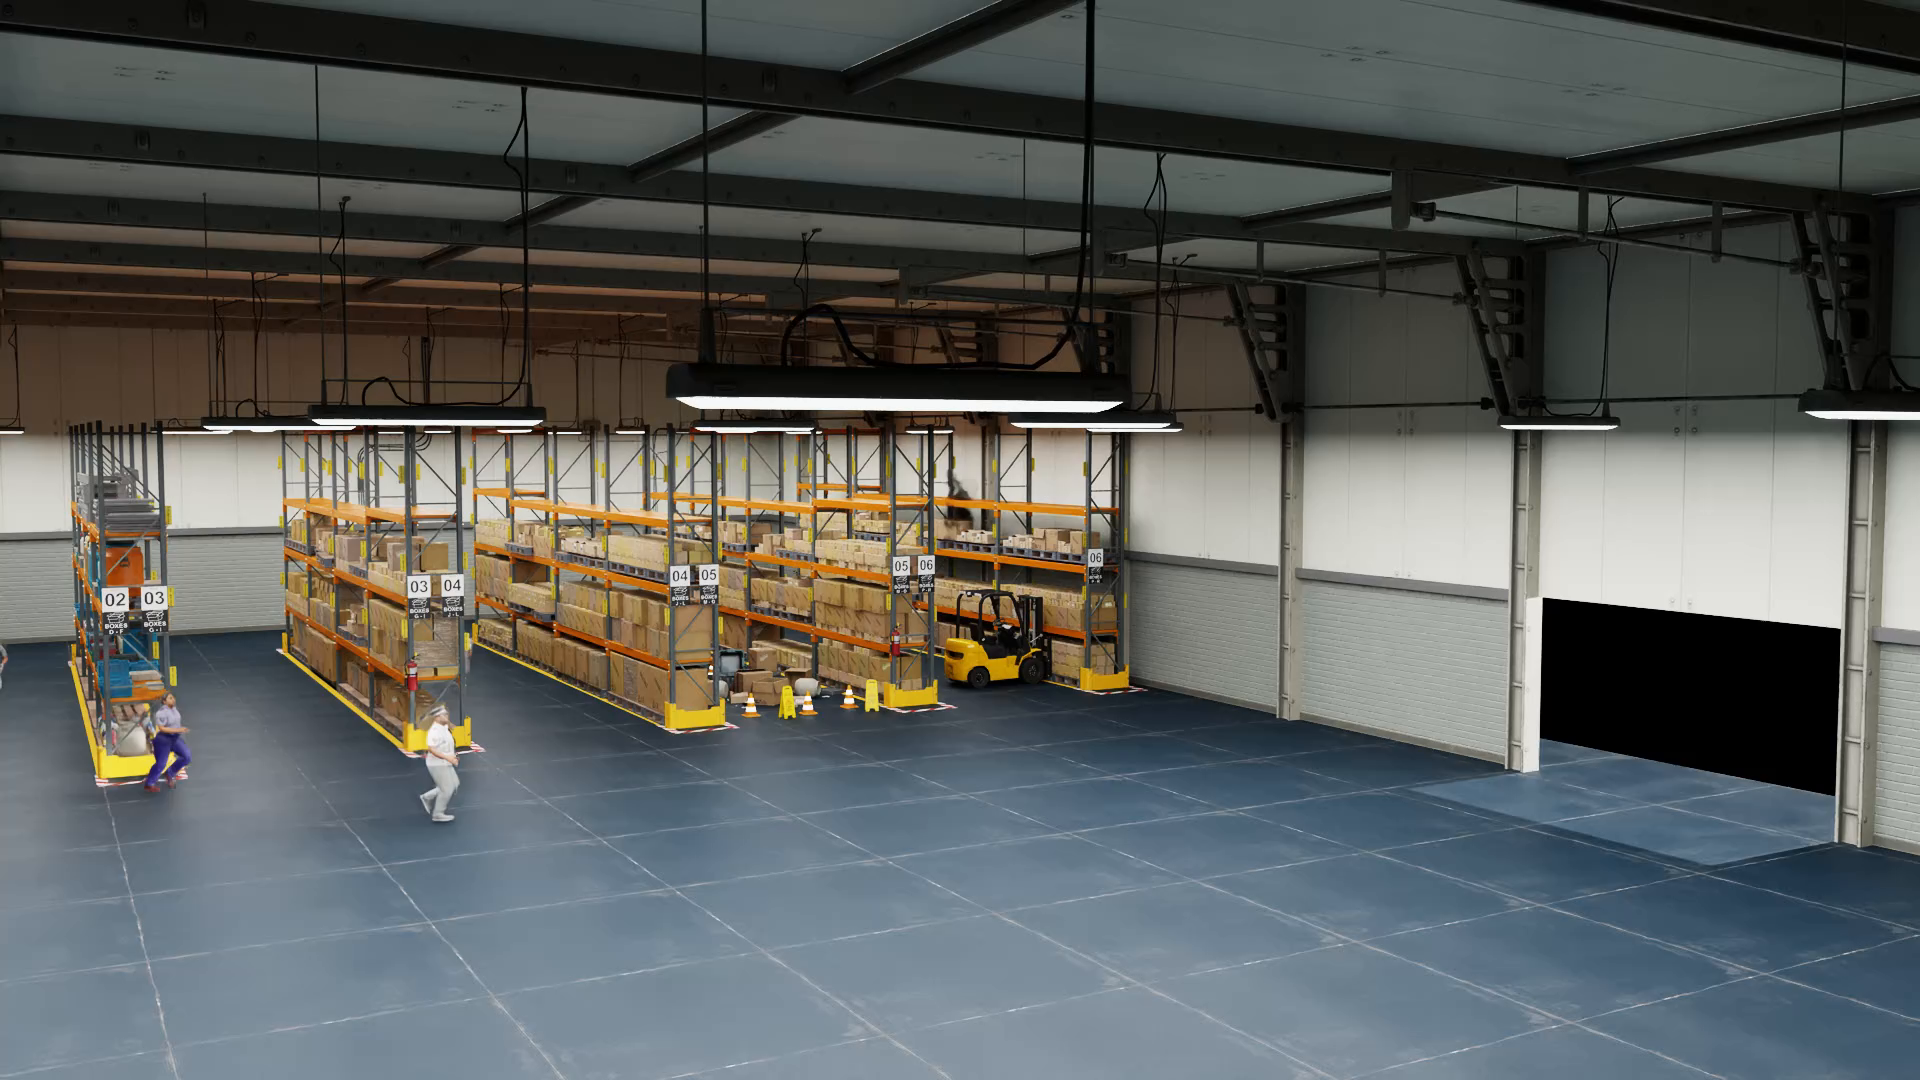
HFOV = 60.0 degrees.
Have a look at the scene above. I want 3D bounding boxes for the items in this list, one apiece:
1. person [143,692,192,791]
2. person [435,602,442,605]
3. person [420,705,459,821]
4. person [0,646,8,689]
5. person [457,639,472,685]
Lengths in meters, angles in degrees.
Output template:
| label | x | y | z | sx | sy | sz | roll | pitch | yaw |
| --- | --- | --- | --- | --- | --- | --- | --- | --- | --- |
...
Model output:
| label | x | y | z | sx | sy | sz | roll | pitch | yaw |
| --- | --- | --- | --- | --- | --- | --- | --- | --- | --- |
| person | -12.770 | 3.245 | 26.864 | 0.785 | 1.601 | 0.626 | 1 | 4 | 10 |
| person | -13.694 | 2.106 | 44.215 | 0.727 | 1.784 | 0.918 | -2 | 4 | -23 |
| person | -7.764 | 3.315 | 24.796 | 0.629 | 1.729 | 0.713 | 0 | 4 | -4 |
| person | -19.943 | 2.755 | 34.197 | 0.657 | 1.729 | 0.720 | -2 | 4 | -30 |
| person | -11.198 | 2.650 | 37.269 | 0.537 | 1.568 | 0.506 | -2 | 4 | -30 |
